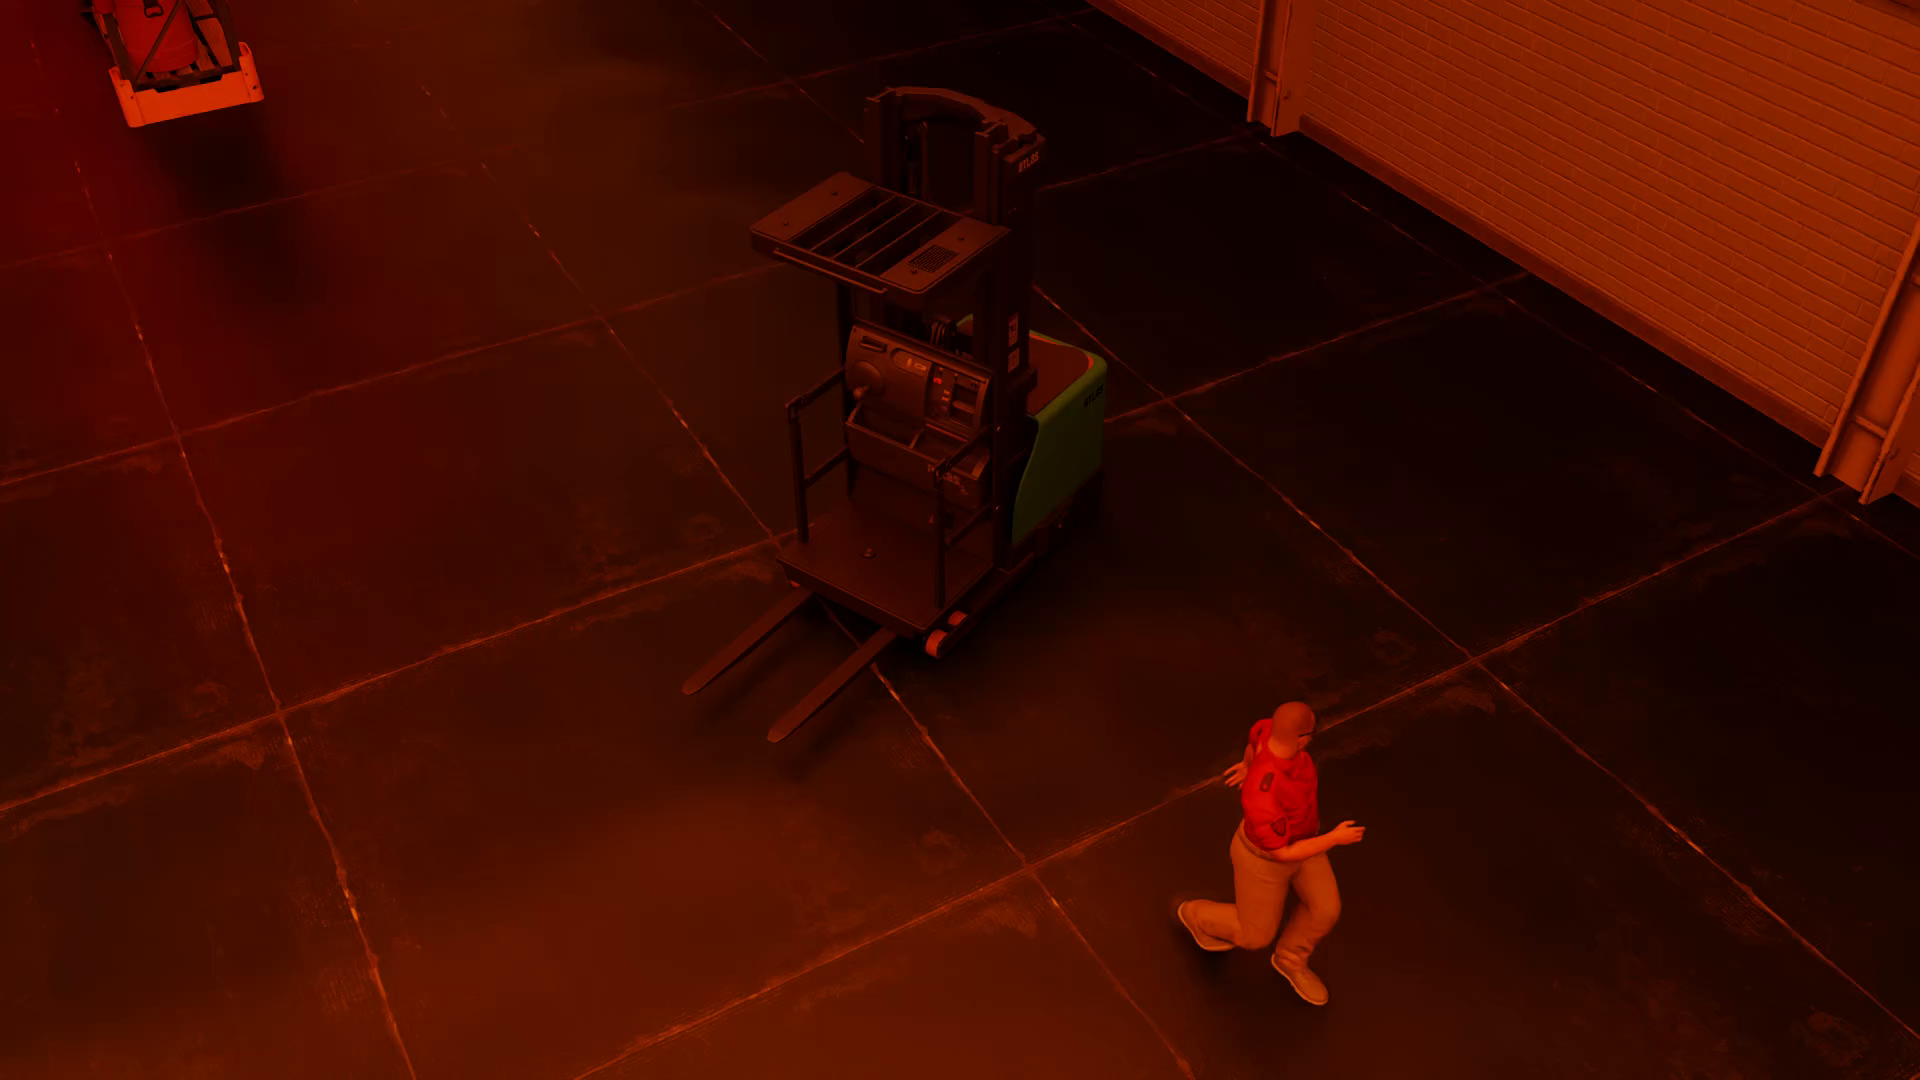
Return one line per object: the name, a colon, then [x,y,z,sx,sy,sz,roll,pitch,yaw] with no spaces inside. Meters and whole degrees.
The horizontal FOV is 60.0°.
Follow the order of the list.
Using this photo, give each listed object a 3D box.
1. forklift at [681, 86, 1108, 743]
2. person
forklift: [-0.363,-0.804,9.005,1.130,2.935,3.031,24,46,27]
person: [1.397,1.348,7.437,0.841,1.649,0.598,30,48,31]
